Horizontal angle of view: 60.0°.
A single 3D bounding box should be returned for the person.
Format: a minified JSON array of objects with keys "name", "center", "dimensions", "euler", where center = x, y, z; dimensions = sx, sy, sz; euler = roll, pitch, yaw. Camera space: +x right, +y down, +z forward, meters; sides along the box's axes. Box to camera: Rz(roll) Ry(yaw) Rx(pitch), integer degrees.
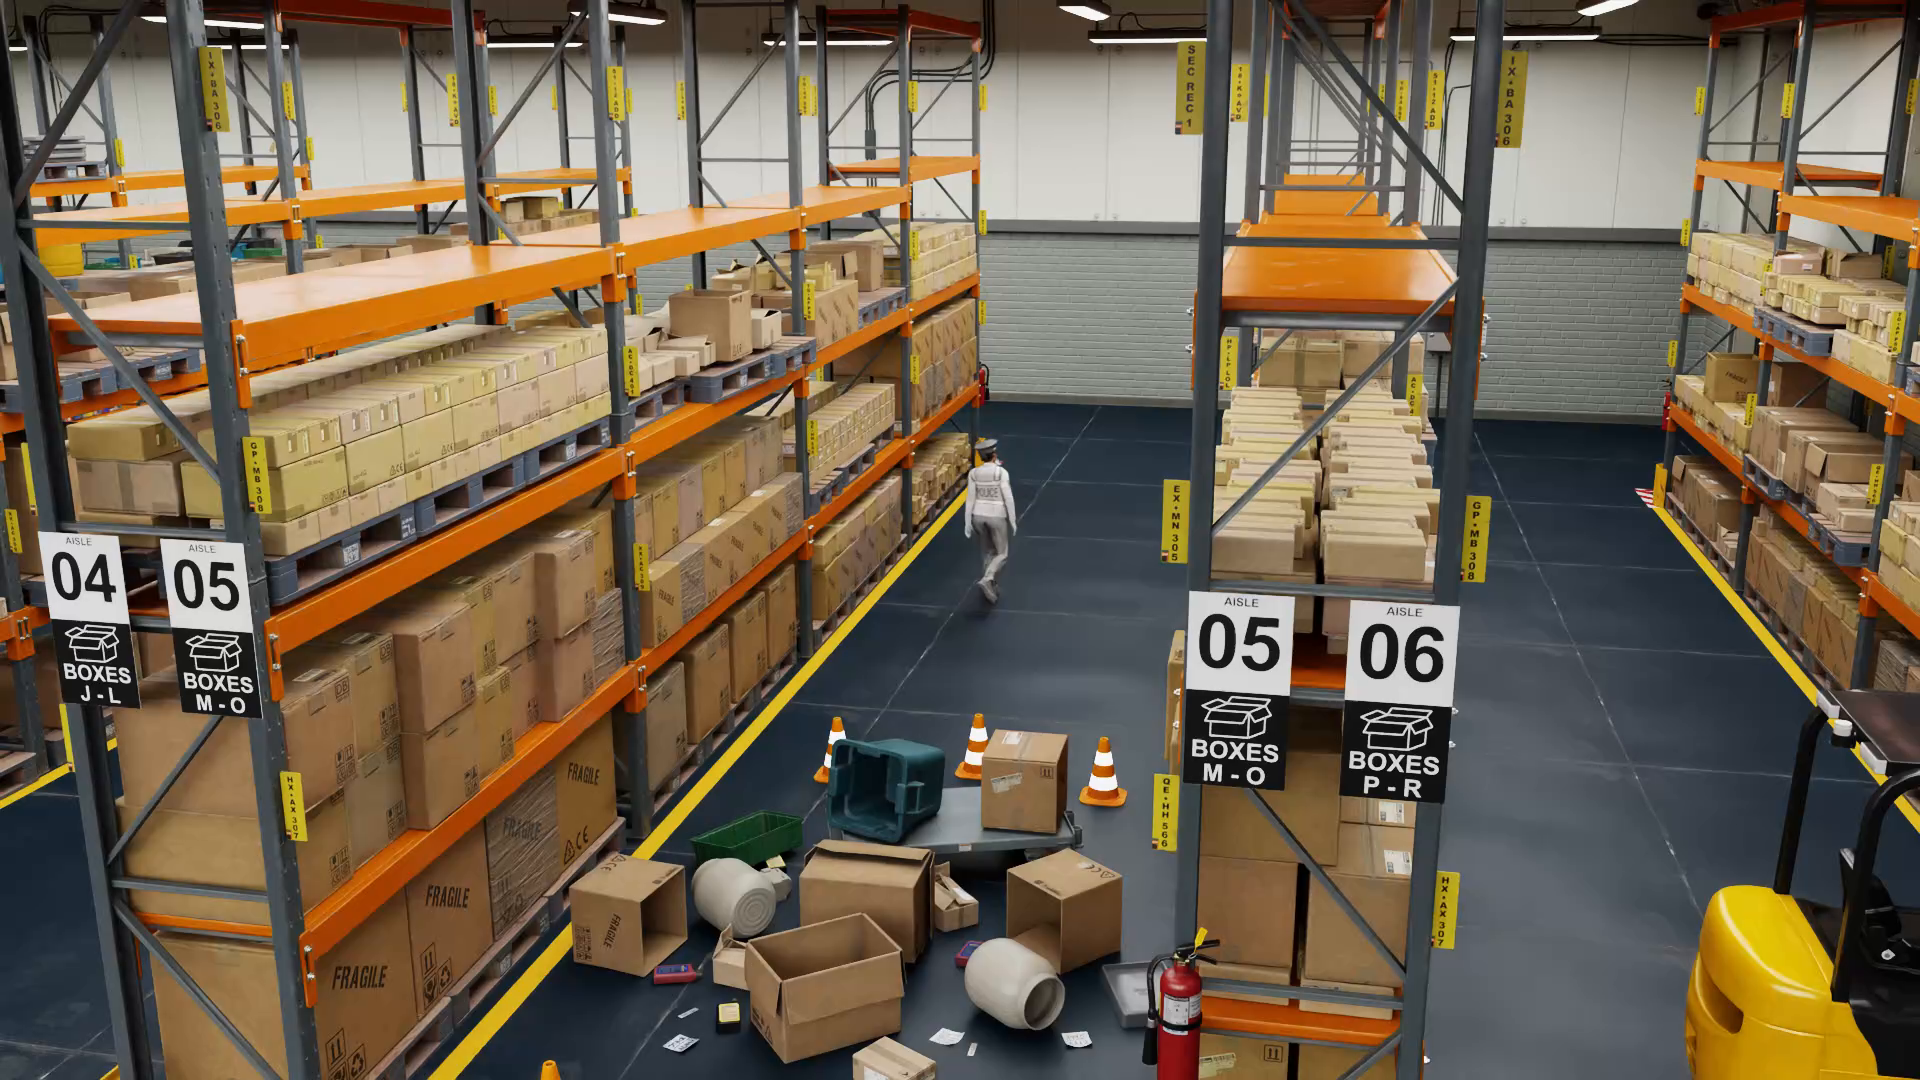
[{"name":"person","center":[2.673,-1.326,16.787],"dimensions":[4.986,2.387,22.365],"euler":[5,16,19]}]
